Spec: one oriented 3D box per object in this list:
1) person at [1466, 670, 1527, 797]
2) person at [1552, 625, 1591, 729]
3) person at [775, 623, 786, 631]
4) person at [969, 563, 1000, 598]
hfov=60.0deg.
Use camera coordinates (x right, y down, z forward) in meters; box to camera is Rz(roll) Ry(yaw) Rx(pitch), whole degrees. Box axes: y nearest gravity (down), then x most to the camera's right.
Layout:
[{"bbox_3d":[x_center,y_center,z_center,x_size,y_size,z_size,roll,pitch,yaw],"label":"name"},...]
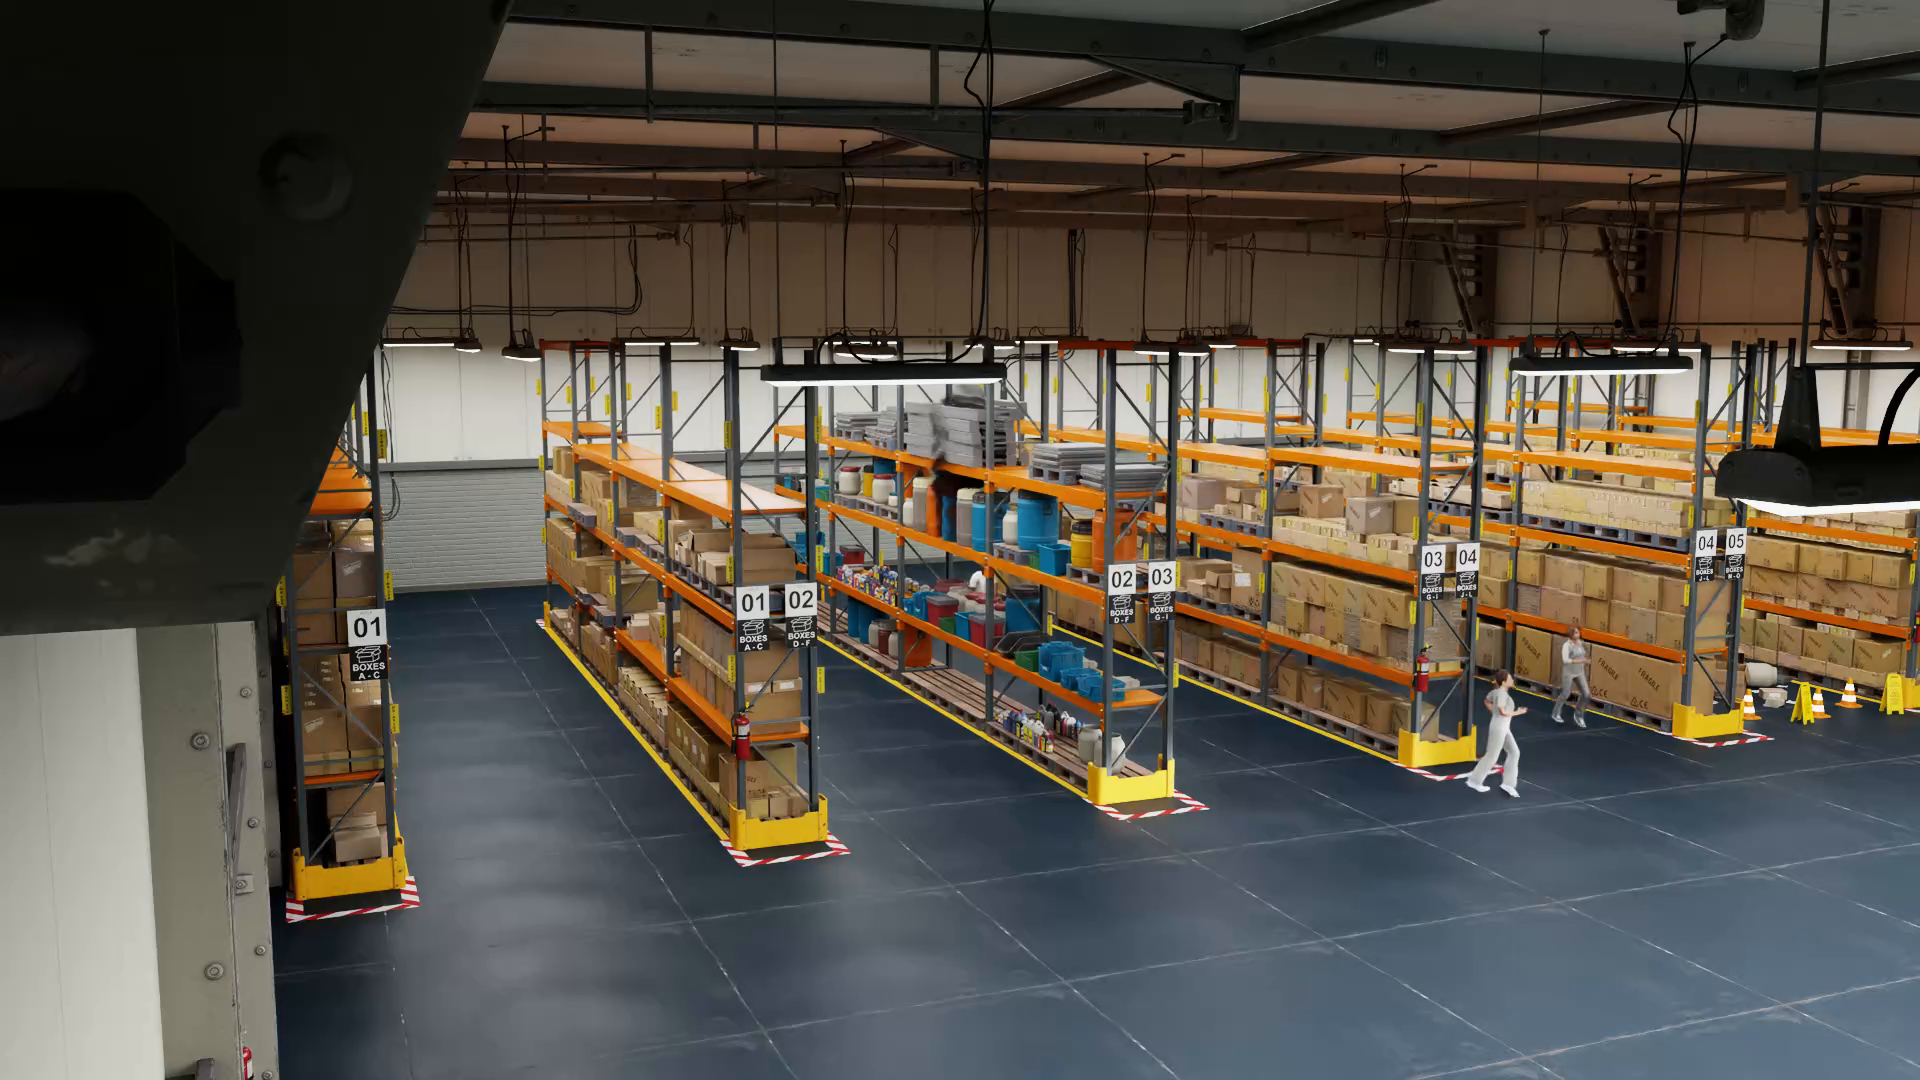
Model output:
[{"bbox_3d":[7.240,2.607,22.422,0.738,1.725,0.569,2,8,18],"label":"person"},{"bbox_3d":[9.637,2.155,26.127,0.526,1.648,0.684,-3,8,-24],"label":"person"},{"bbox_3d":[-3.100,1.646,29.713,0.610,1.644,0.855,-4,8,-29],"label":"person"},{"bbox_3d":[0.529,1.196,32.901,0.674,1.721,0.569,-4,8,-27],"label":"person"}]
